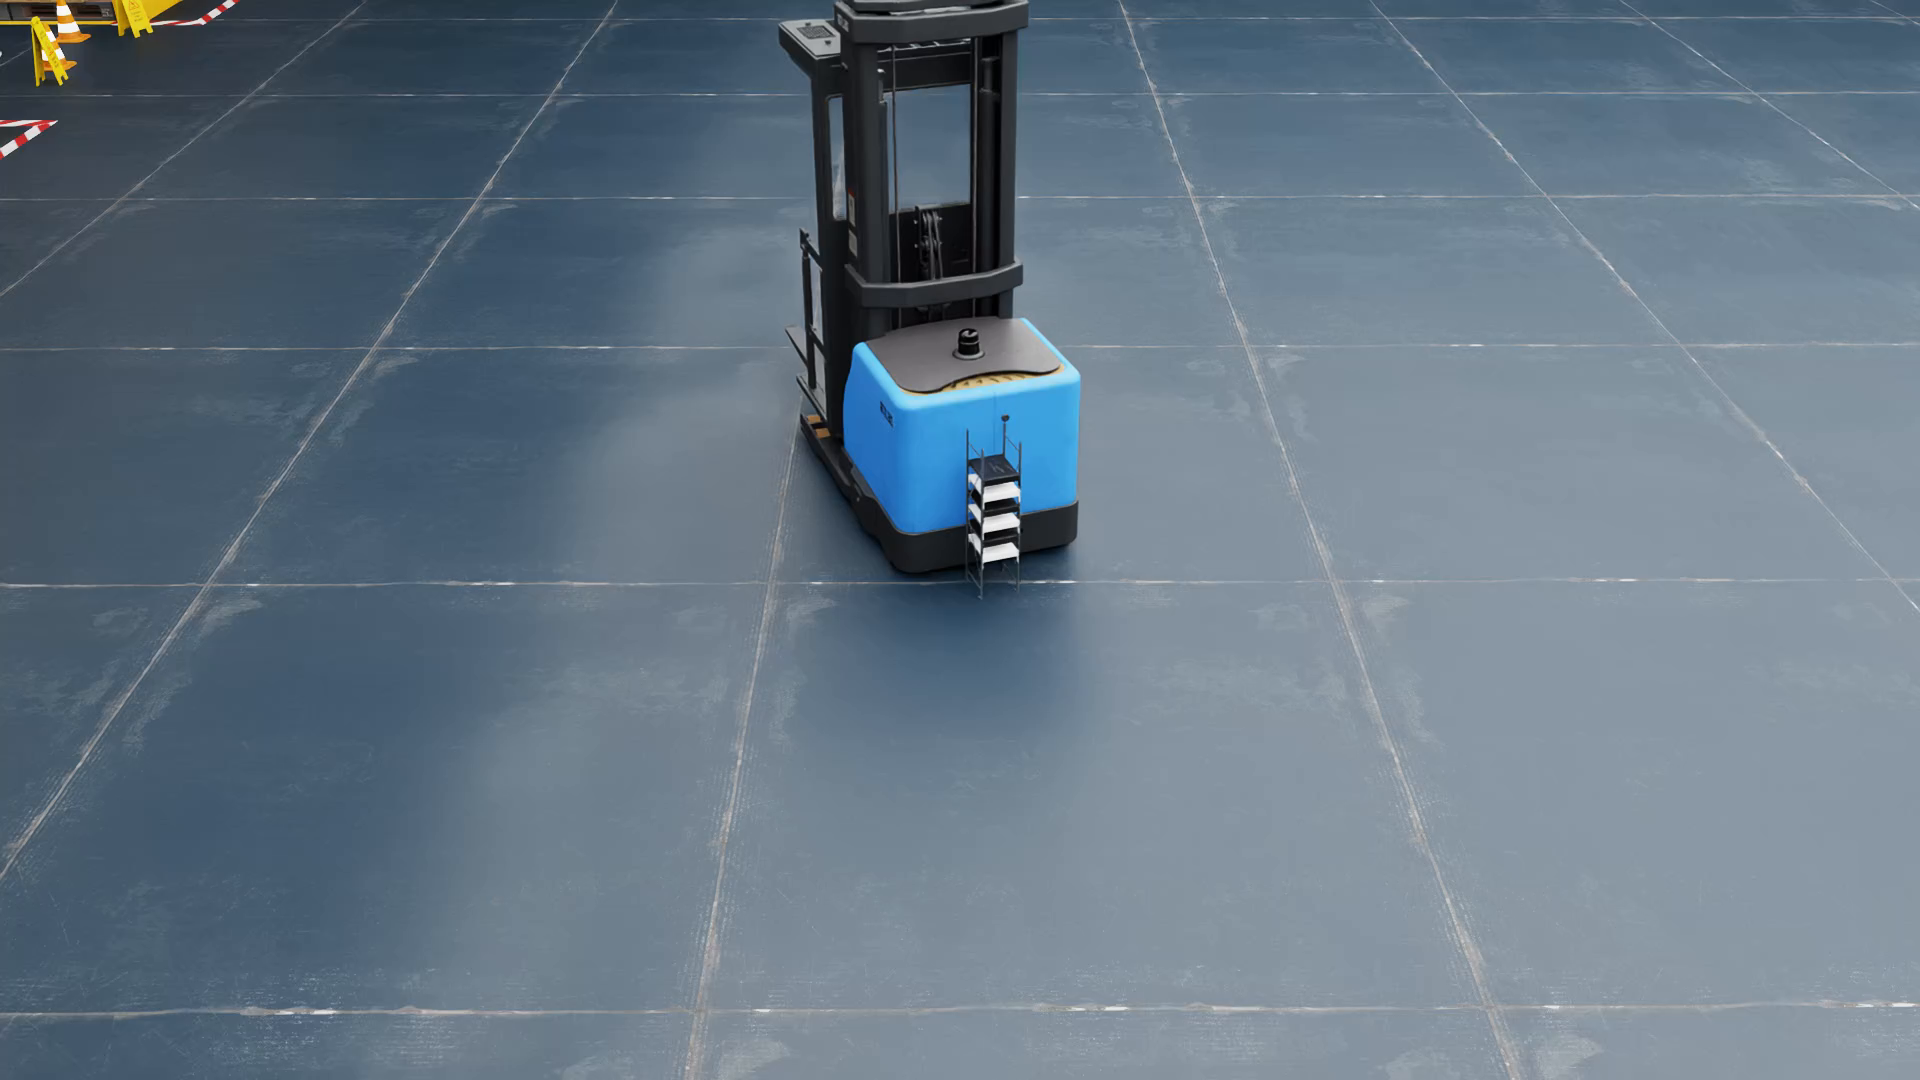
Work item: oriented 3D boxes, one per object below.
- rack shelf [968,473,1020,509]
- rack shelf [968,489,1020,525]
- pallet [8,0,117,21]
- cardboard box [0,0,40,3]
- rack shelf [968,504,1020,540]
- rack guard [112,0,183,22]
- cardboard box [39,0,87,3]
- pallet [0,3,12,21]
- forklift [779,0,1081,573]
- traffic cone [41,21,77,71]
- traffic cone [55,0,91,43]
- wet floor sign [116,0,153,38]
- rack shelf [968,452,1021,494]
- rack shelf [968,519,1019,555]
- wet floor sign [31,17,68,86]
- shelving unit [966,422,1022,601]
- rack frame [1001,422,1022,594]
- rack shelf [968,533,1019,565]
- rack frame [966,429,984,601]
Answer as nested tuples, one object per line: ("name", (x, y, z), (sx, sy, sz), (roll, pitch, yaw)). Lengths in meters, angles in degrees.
("rack shelf", (0.170, -0.266, 8.537), (0.200, 0.077, 0.258), (-11, 33, -17))
("rack shelf", (0.170, -0.189, 8.584), (0.200, 0.077, 0.258), (-11, 33, -17))
("pallet", (-10.279, -6.308, 19.443), (1.213, 0.211, 1.003), (0, 31, 0))
("cardboard box", (-10.715, -6.349, 19.068), (0.500, 0.250, 0.500), (0, 31, 0))
("rack shelf", (0.170, -0.112, 8.631), (0.200, 0.077, 0.258), (-11, 33, -17))
("rack guard", (-9.467, -6.416, 19.342), (0.348, 0.500, 1.175), (0, 31, 0))
("cardboard box", (-10.221, -6.346, 19.064), (0.500, 0.250, 0.500), (0, 31, -1))
("pallet", (-11.496, -6.306, 19.439), (1.213, 0.211, 1.003), (0, 31, 0))
("forklift", (-0.339, -1.831, 9.443), (1.130, 2.935, 3.031), (-11, 33, -17))
("traffic cone", (-9.466, -5.155, 17.300), (0.334, 0.463, 0.336), (0, 31, 0))
("traffic cone", (-9.813, -5.729, 18.247), (0.334, 0.463, 0.336), (0, 31, 0))
("wet floor sign", (-9.194, -5.924, 18.391), (0.232, 0.644, 0.267), (10, 33, 17))
("rack shelf", (0.170, -0.343, 8.490), (0.200, 0.077, 0.258), (-11, 33, -17))
("rack shelf", (0.170, -0.036, 8.678), (0.200, 0.077, 0.258), (-11, 33, -17))
("wet floor sign", (-9.243, -4.938, 16.766), (0.232, 0.644, 0.267), (-5, 32, -9))
("shelving unit", (0.170, -0.141, 8.614), (0.210, 0.900, 0.258), (-11, 33, -17))
("rack frame", (0.265, -0.159, 8.644), (0.006, 0.900, 0.240), (-11, 33, -17))
("rack shelf", (0.170, 0.041, 8.725), (0.200, 0.077, 0.258), (-11, 33, -17))
("rack frame", (0.074, -0.123, 8.584), (0.006, 0.900, 0.240), (-11, 33, -17))
